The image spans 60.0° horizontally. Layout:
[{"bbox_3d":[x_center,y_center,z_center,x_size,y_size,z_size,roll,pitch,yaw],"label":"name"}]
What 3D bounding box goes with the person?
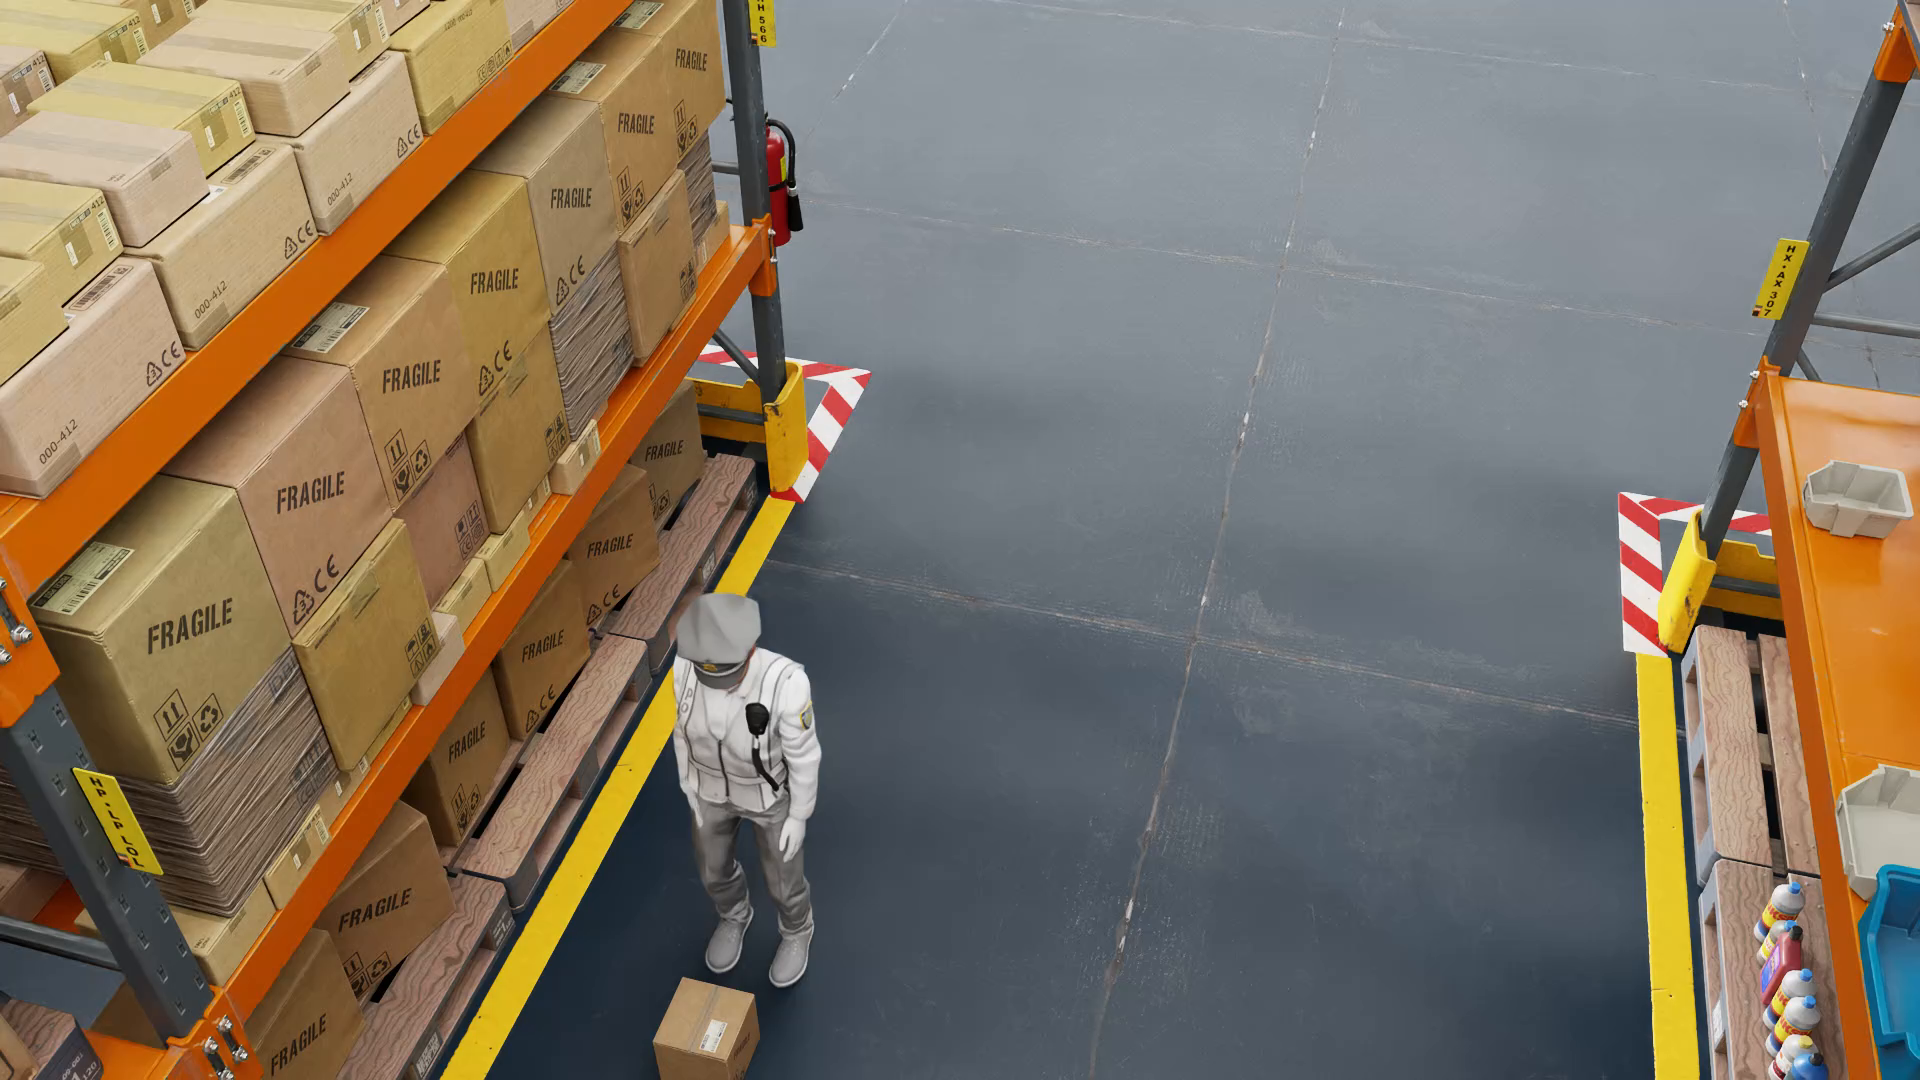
[{"bbox_3d":[-0.663,0.807,5.254,0.482,1.655,0.366,11,42,12],"label":"person"}]
